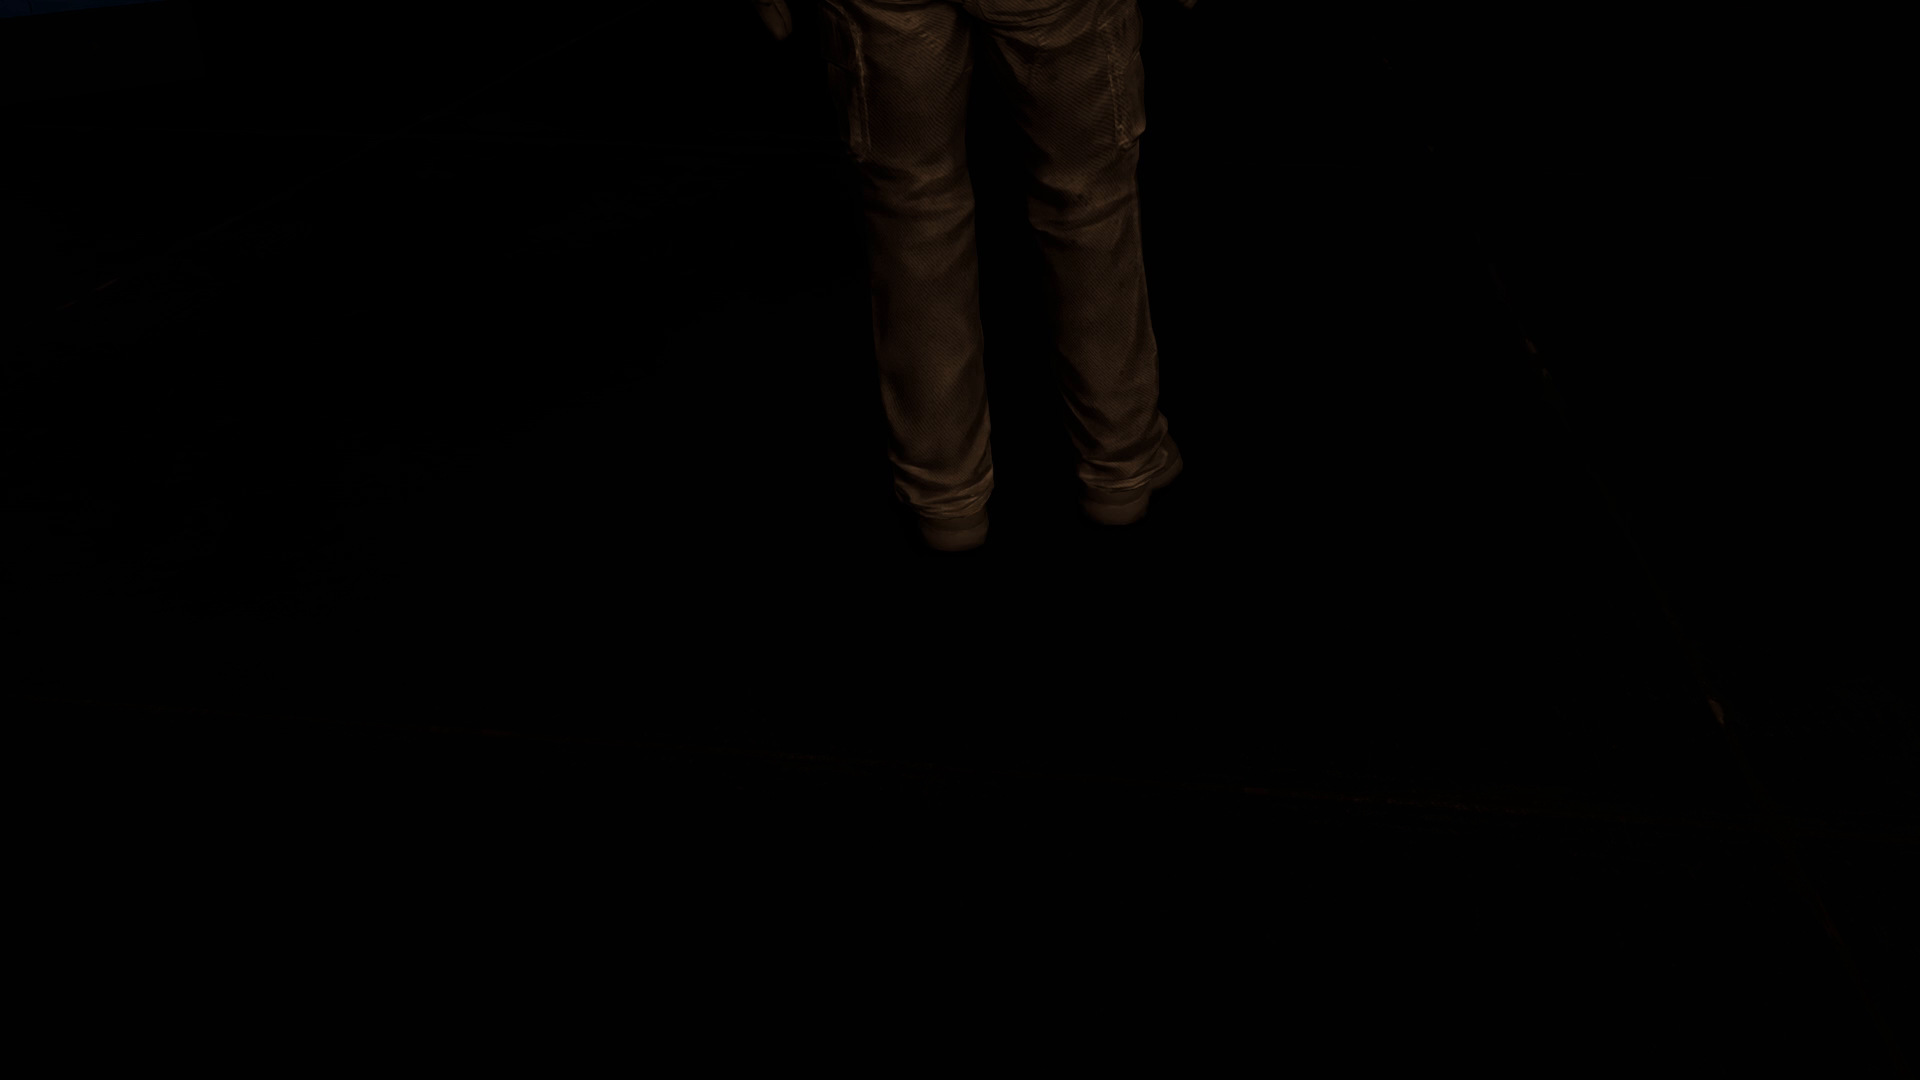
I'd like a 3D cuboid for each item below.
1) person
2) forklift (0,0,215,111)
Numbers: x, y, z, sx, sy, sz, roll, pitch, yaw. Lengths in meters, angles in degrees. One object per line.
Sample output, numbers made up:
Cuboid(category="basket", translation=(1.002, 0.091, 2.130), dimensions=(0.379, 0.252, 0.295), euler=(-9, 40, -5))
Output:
Cuboid(category="person", translation=(0.019, -0.836, 2.161), dimensions=(0.656, 1.782, 0.577), euler=(3, 27, 7))
Cuboid(category="forklift", translation=(-3.792, -3.049, 5.330), dimensions=(3.031, 2.935, 1.130), euler=(24, 35, 39))
